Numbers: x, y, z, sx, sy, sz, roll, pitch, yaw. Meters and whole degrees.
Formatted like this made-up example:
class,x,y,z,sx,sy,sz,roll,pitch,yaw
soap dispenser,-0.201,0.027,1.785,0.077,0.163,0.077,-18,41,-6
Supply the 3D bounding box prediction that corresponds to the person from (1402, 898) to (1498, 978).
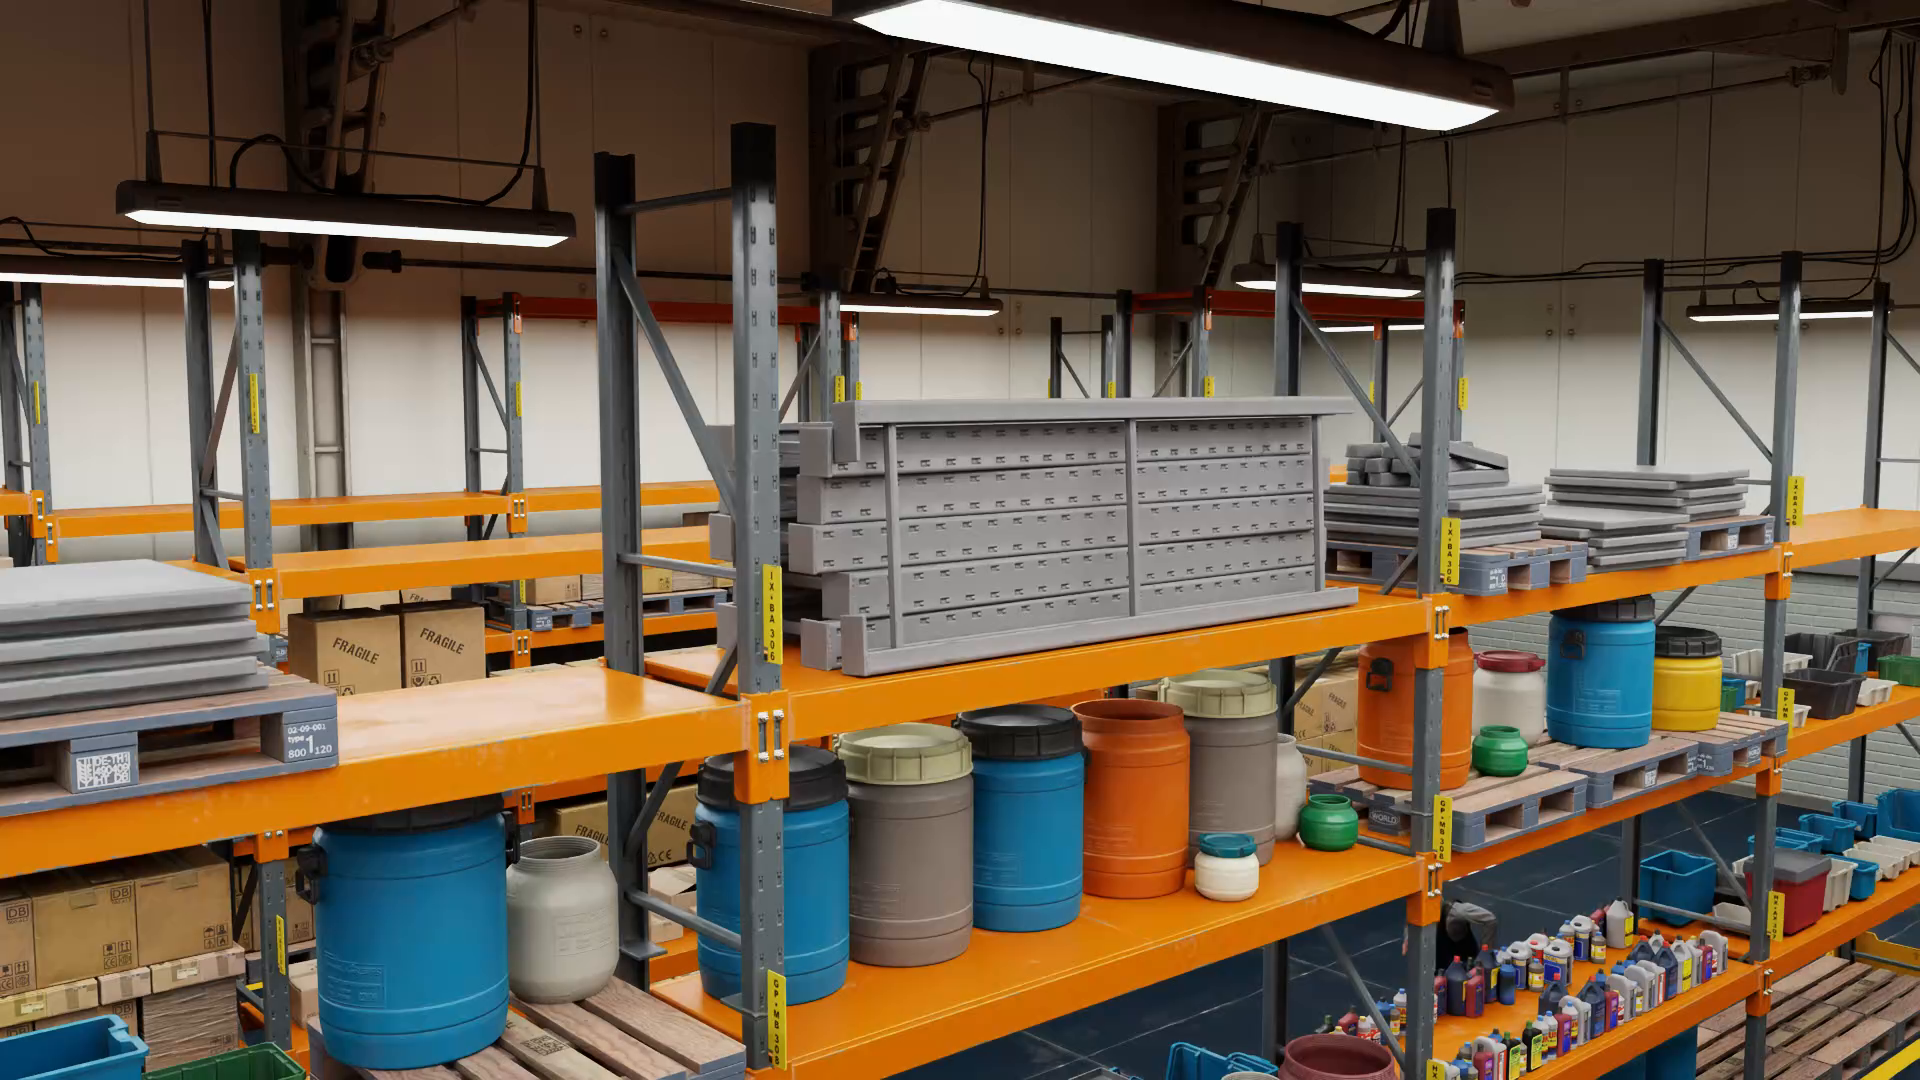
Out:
class,x,y,z,sx,sy,sz,roll,pitch,yaw
person,3.648,3.137,12.214,0.976,1.496,0.708,-4,7,-36
